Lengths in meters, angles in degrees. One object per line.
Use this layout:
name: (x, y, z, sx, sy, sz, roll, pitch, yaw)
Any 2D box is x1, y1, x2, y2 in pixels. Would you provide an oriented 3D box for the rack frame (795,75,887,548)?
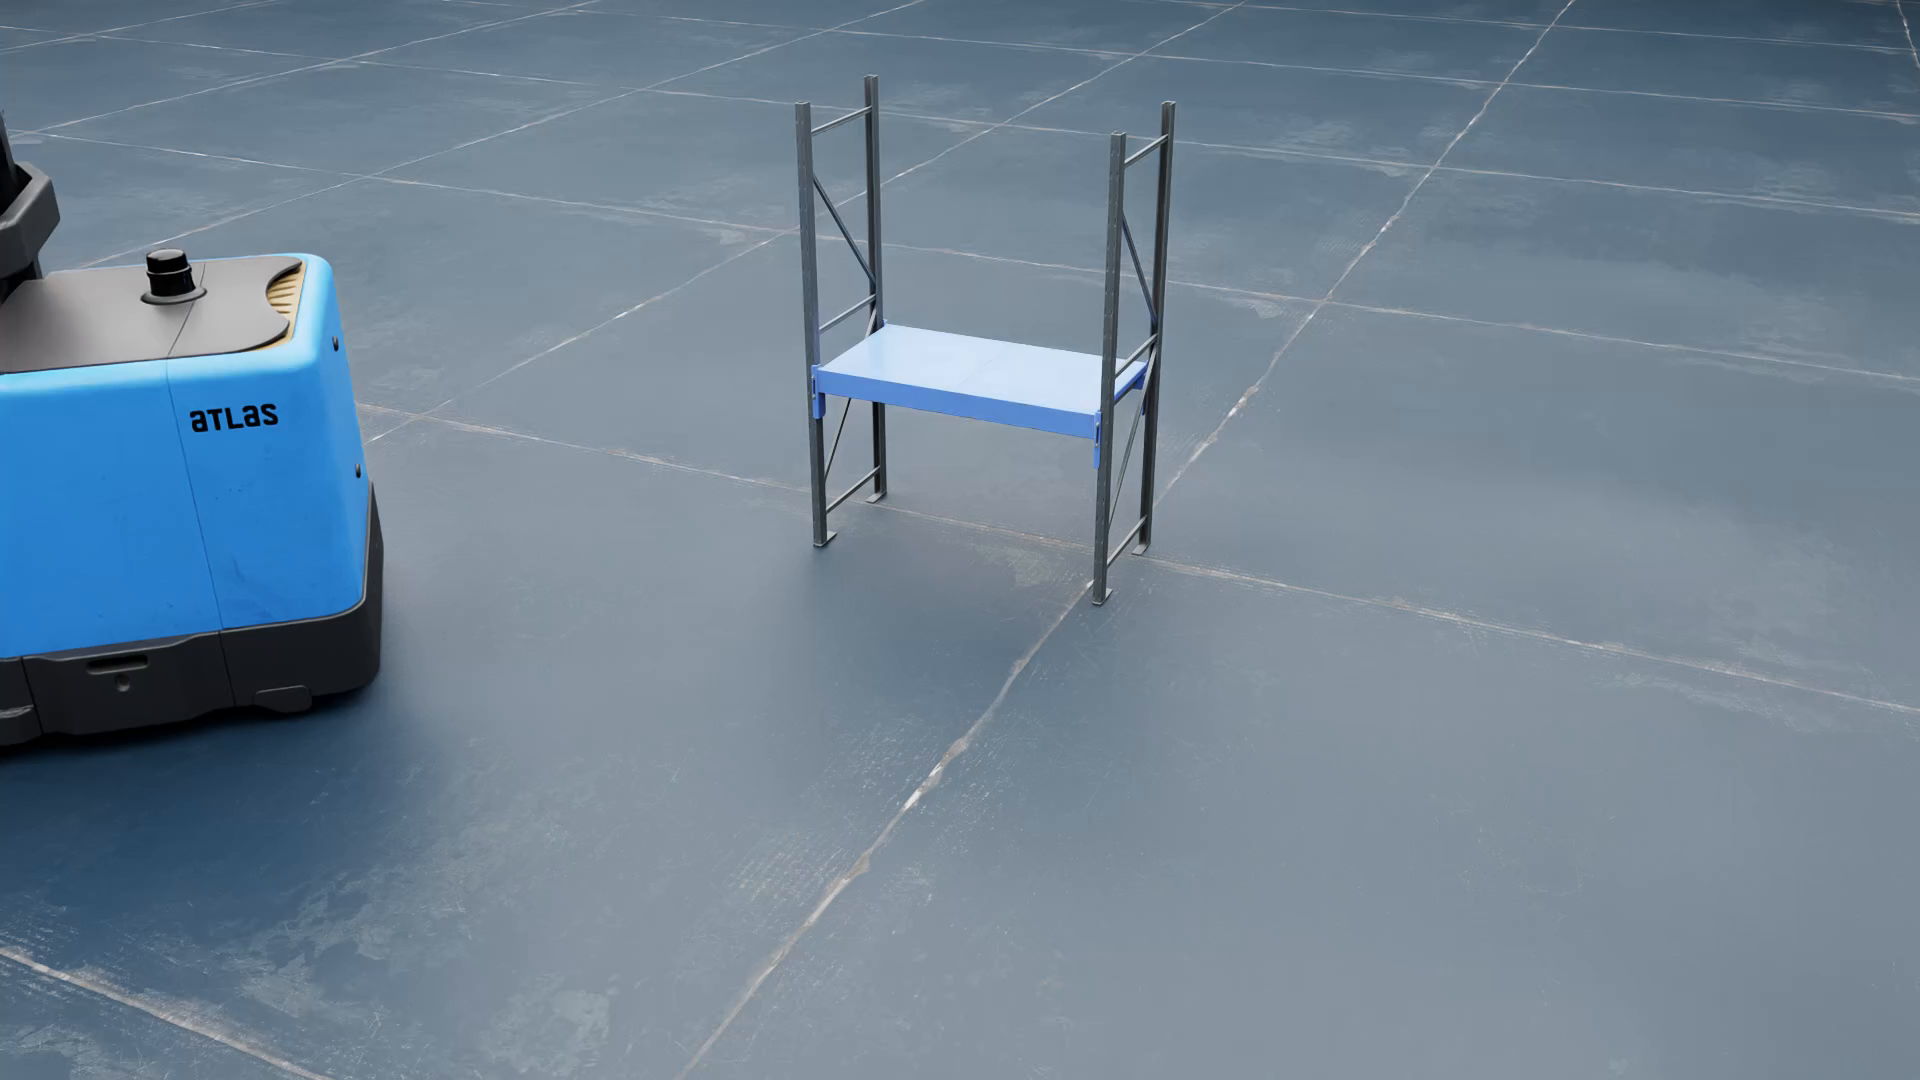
rack frame: (-0.385, -0.750, 5.576, 0.032, 1.500, 0.500, 11, 28, 22)

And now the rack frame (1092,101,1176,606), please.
rack frame: (0.540, -0.564, 5.198, 0.032, 1.500, 0.500, 11, 28, 22)

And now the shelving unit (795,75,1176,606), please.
shelving unit: (0.078, -0.657, 5.387, 1.048, 1.500, 0.538, 11, 28, 22)

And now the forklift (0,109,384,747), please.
forklift: (-3.257, -0.863, 4.185, 3.031, 2.935, 1.130, -7, 27, -15)

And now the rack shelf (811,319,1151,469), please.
rack shelf: (0.078, -0.496, 5.467, 1.000, 0.185, 0.538, 11, 28, 22)
